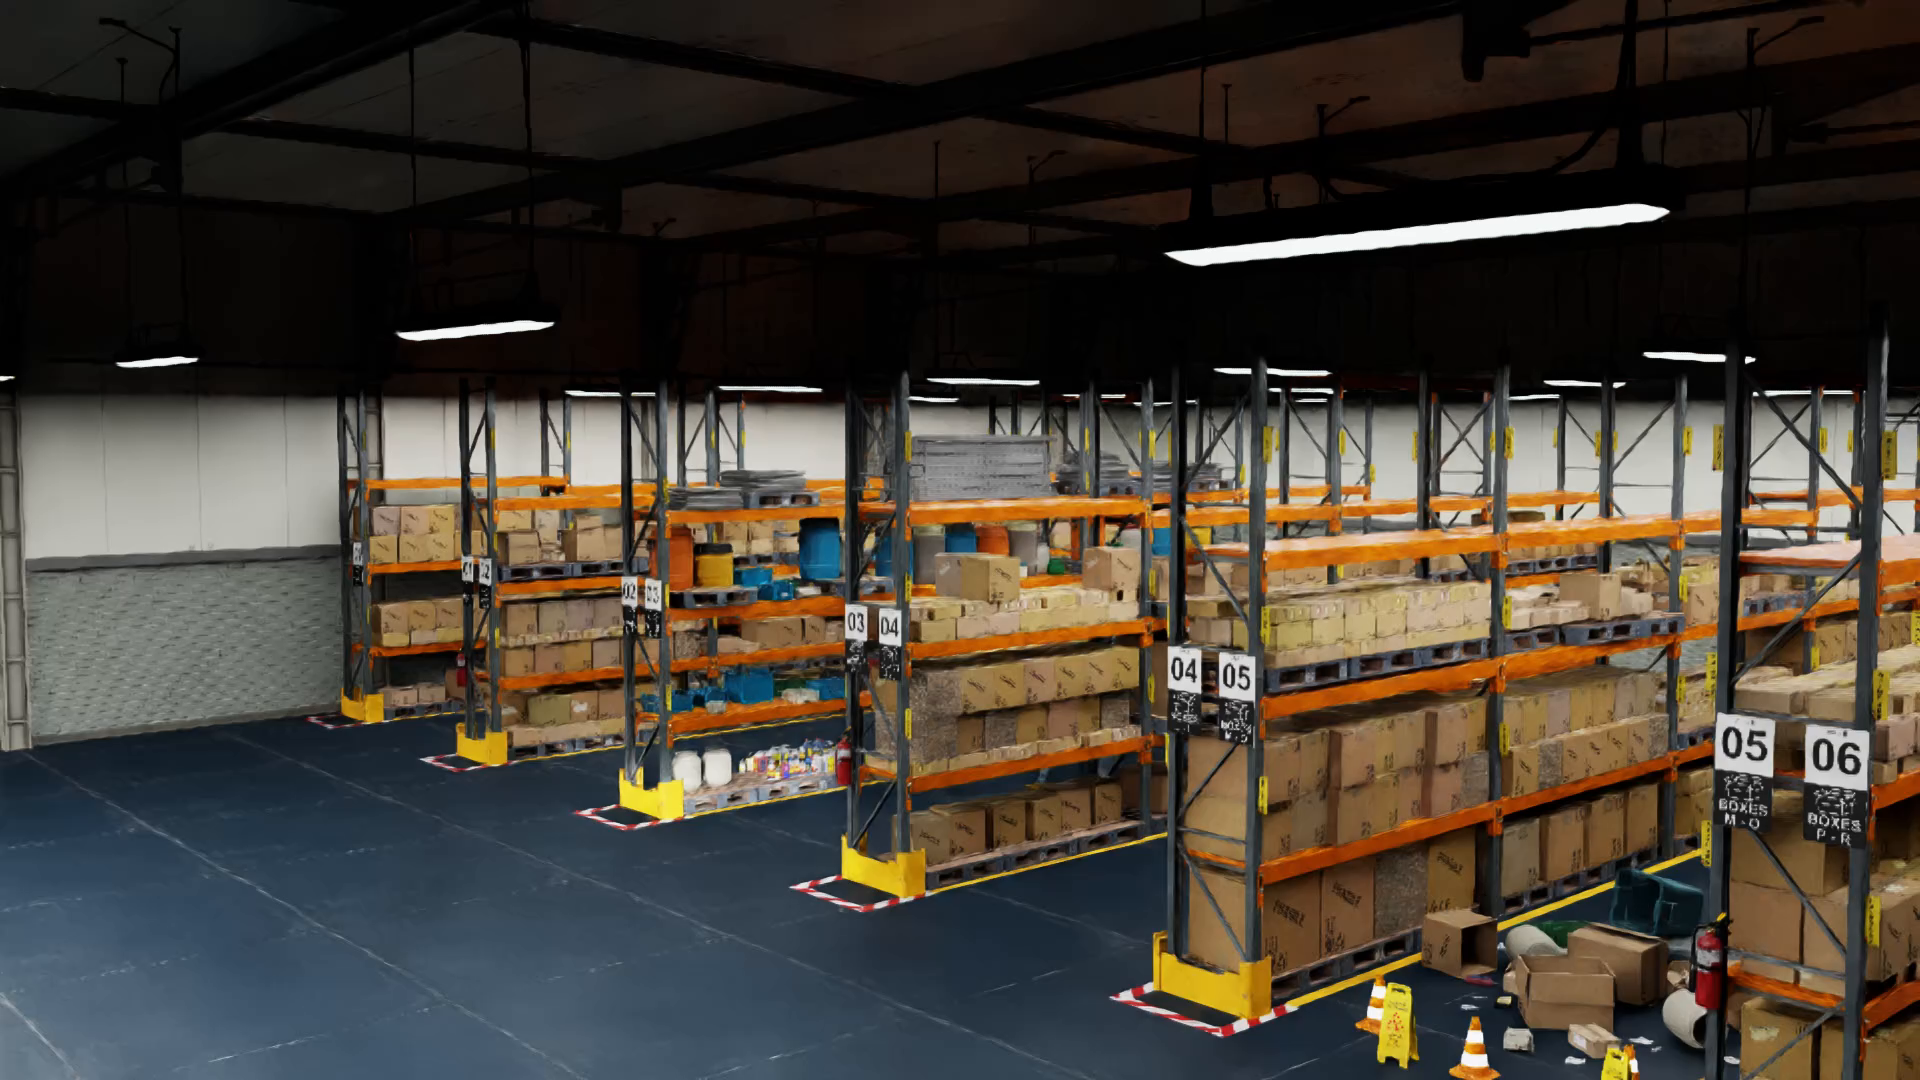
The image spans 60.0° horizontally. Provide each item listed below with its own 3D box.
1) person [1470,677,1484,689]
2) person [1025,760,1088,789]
[{"bbox_3d":[7.419,2.742,23.773,0.552,1.739,0.677,-3,5,-43],"label":"person"},{"bbox_3d":[1.455,2.741,23.782,1.041,1.708,0.570,-2,4,-33],"label":"person"}]
